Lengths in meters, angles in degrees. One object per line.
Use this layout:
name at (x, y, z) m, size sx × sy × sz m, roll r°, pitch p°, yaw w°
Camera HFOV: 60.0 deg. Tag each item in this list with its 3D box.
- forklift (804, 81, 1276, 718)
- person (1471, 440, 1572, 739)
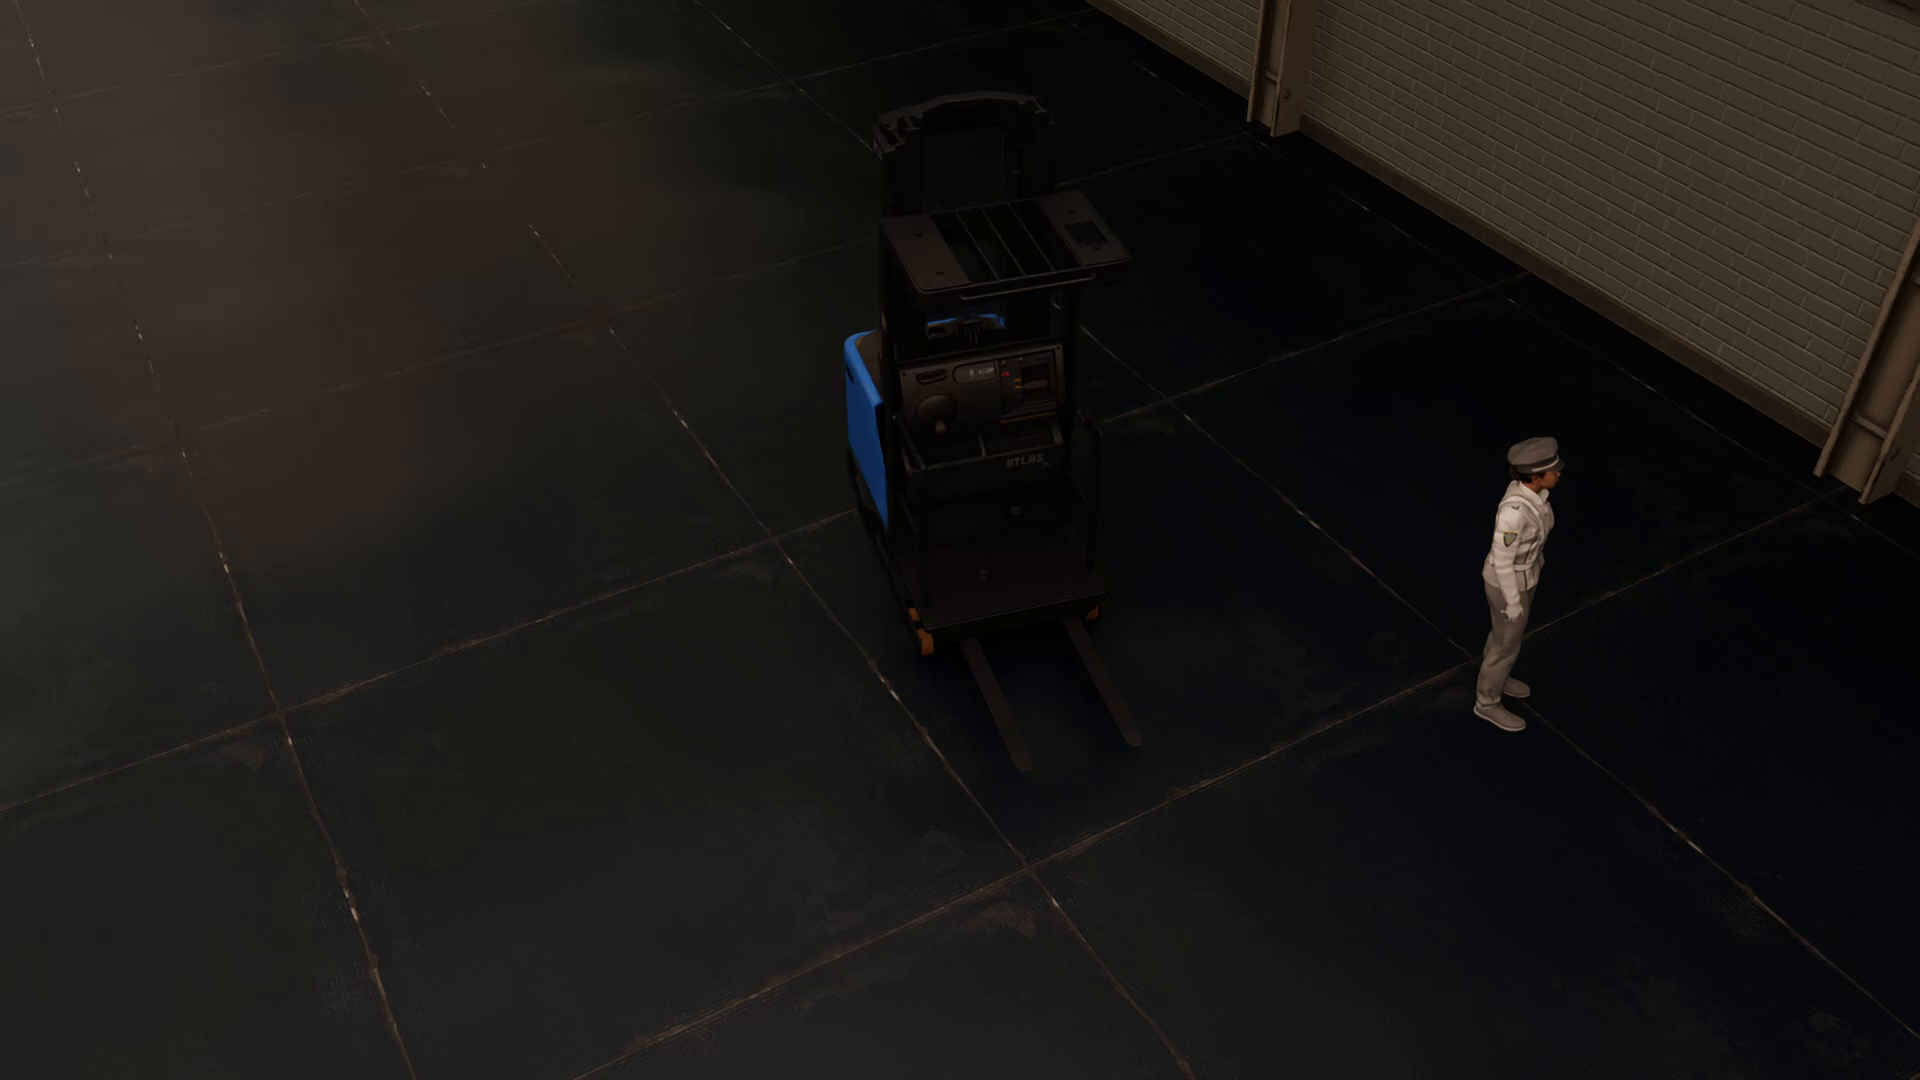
forklift at (0.450, -0.848, 9.058) m, size 1.130 × 2.935 × 3.031 m, roll -32°, pitch 49°, yaw -33°
person at (2.988, 0.242, 8.717) m, size 0.592 × 1.696 × 0.536 m, roll -25°, pitch 46°, yaw -27°
